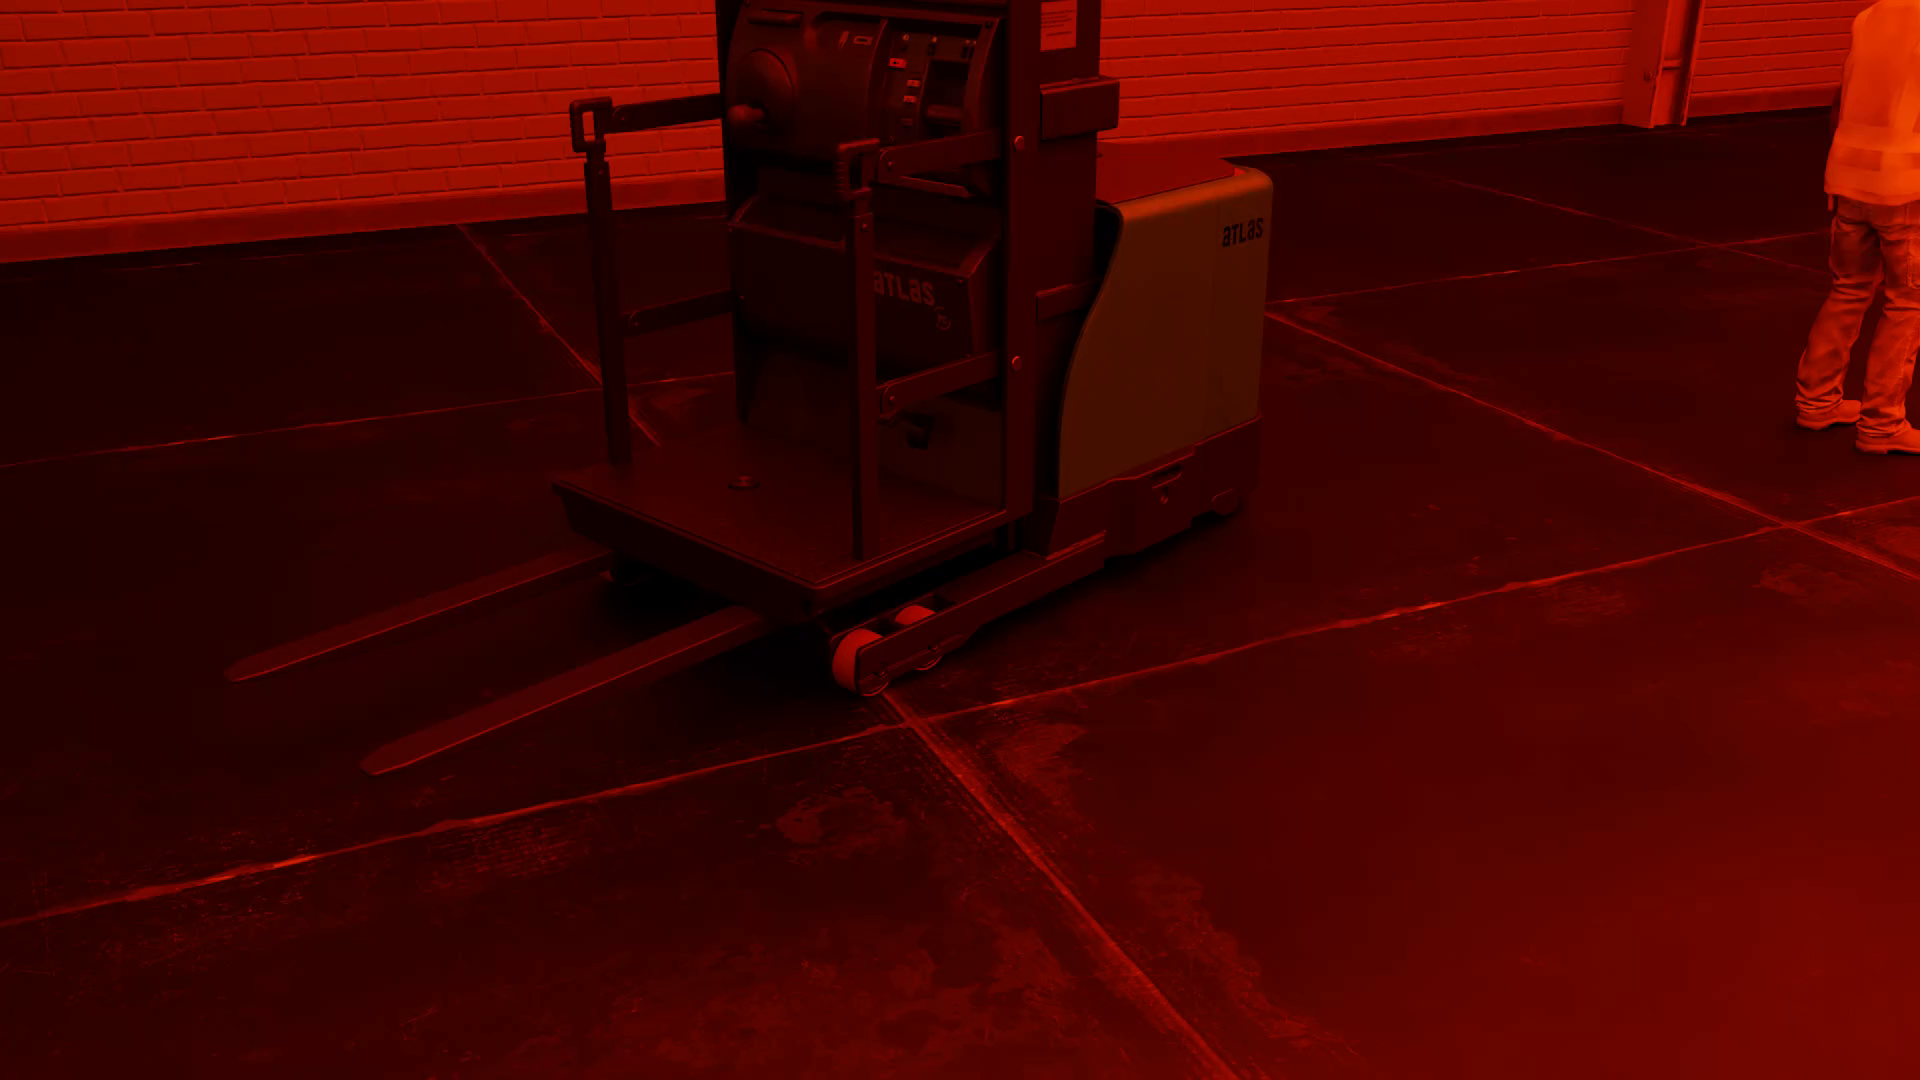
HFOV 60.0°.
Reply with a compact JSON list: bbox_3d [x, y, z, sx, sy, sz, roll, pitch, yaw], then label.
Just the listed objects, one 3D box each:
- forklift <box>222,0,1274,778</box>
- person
[{"bbox_3d":[-0.413,-1.182,4.131,1.130,2.935,3.031,19,29,39],"label":"forklift"},{"bbox_3d":[3.232,-1.208,5.707,0.449,1.775,0.632,-7,24,-16],"label":"person"}]
